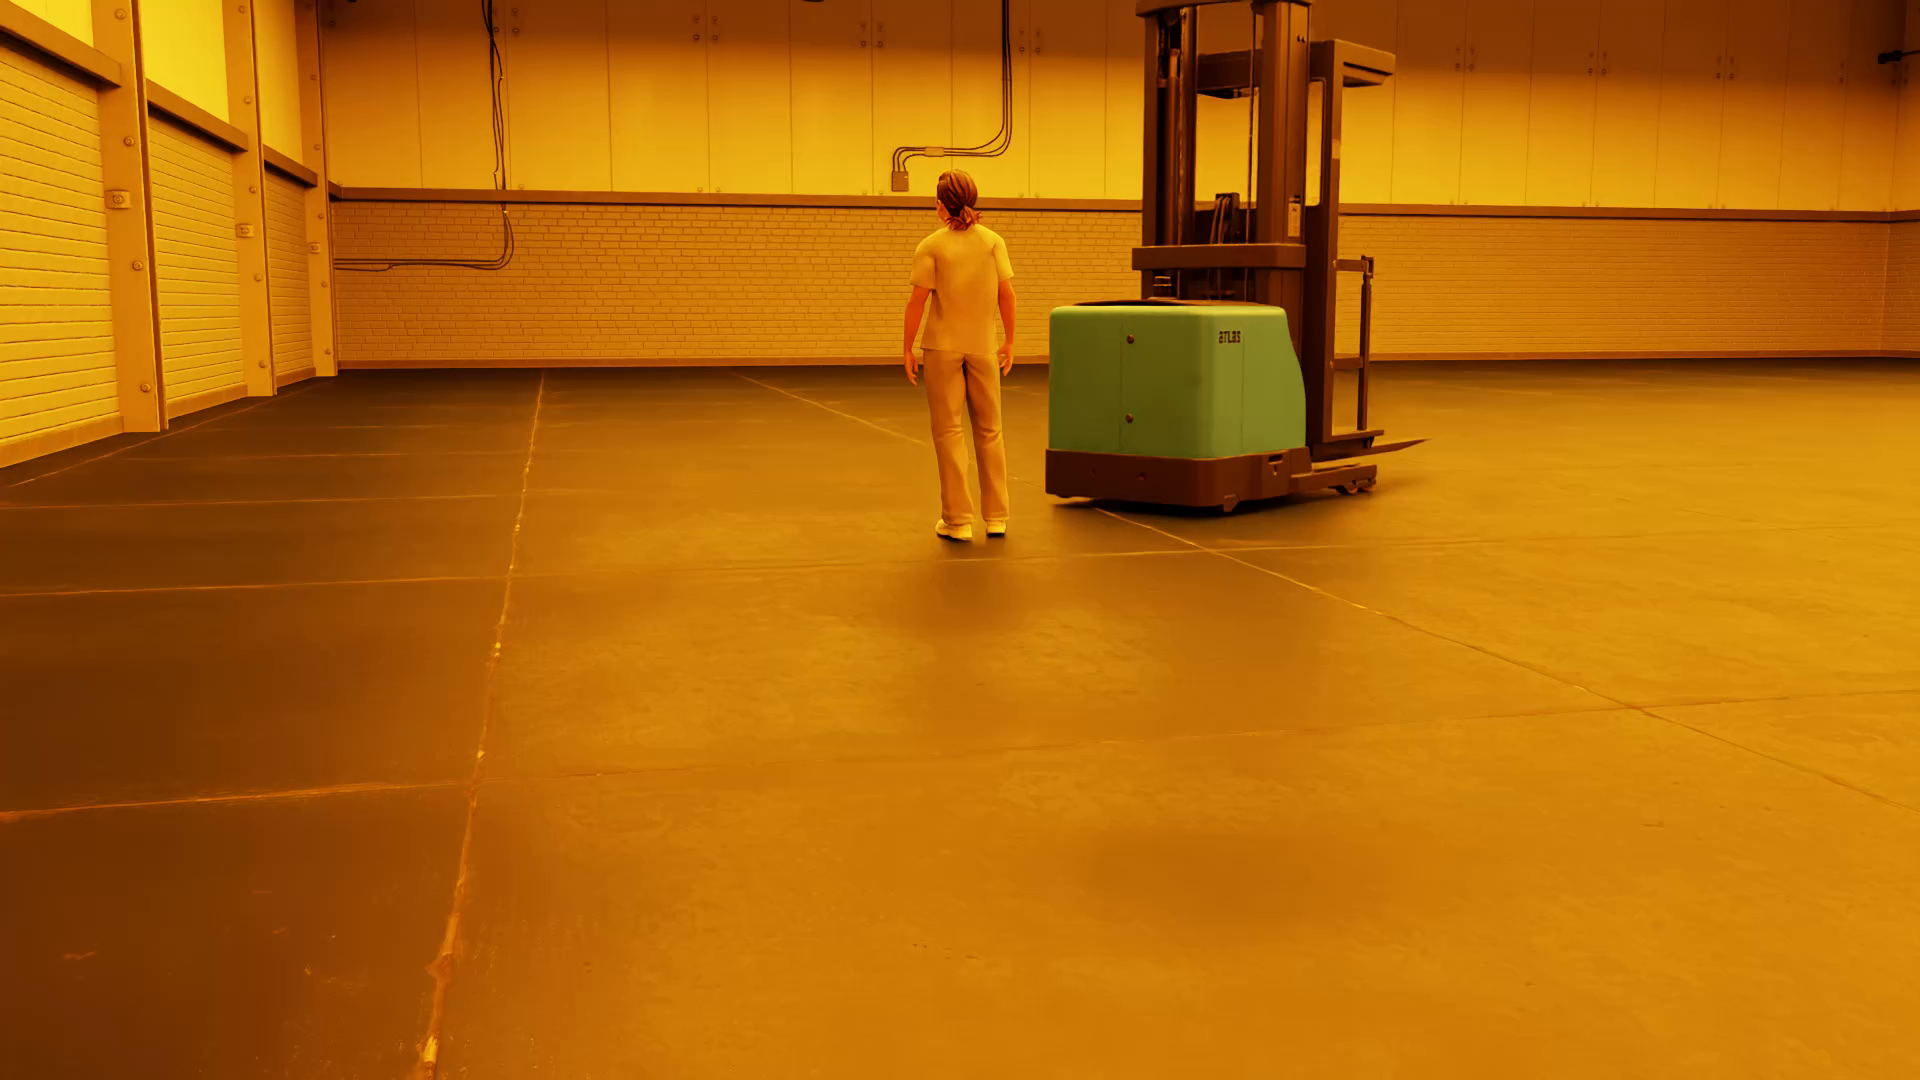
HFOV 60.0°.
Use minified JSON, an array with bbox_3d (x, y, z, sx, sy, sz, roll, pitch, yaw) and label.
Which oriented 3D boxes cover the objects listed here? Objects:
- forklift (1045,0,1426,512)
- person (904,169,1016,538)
[{"bbox_3d":[1.788,-1.749,9.626,1.130,2.935,3.031,7,10,39],"label":"forklift"},{"bbox_3d":[-0.004,-0.848,7.664,0.549,1.673,0.548,-2,8,-13],"label":"person"}]
